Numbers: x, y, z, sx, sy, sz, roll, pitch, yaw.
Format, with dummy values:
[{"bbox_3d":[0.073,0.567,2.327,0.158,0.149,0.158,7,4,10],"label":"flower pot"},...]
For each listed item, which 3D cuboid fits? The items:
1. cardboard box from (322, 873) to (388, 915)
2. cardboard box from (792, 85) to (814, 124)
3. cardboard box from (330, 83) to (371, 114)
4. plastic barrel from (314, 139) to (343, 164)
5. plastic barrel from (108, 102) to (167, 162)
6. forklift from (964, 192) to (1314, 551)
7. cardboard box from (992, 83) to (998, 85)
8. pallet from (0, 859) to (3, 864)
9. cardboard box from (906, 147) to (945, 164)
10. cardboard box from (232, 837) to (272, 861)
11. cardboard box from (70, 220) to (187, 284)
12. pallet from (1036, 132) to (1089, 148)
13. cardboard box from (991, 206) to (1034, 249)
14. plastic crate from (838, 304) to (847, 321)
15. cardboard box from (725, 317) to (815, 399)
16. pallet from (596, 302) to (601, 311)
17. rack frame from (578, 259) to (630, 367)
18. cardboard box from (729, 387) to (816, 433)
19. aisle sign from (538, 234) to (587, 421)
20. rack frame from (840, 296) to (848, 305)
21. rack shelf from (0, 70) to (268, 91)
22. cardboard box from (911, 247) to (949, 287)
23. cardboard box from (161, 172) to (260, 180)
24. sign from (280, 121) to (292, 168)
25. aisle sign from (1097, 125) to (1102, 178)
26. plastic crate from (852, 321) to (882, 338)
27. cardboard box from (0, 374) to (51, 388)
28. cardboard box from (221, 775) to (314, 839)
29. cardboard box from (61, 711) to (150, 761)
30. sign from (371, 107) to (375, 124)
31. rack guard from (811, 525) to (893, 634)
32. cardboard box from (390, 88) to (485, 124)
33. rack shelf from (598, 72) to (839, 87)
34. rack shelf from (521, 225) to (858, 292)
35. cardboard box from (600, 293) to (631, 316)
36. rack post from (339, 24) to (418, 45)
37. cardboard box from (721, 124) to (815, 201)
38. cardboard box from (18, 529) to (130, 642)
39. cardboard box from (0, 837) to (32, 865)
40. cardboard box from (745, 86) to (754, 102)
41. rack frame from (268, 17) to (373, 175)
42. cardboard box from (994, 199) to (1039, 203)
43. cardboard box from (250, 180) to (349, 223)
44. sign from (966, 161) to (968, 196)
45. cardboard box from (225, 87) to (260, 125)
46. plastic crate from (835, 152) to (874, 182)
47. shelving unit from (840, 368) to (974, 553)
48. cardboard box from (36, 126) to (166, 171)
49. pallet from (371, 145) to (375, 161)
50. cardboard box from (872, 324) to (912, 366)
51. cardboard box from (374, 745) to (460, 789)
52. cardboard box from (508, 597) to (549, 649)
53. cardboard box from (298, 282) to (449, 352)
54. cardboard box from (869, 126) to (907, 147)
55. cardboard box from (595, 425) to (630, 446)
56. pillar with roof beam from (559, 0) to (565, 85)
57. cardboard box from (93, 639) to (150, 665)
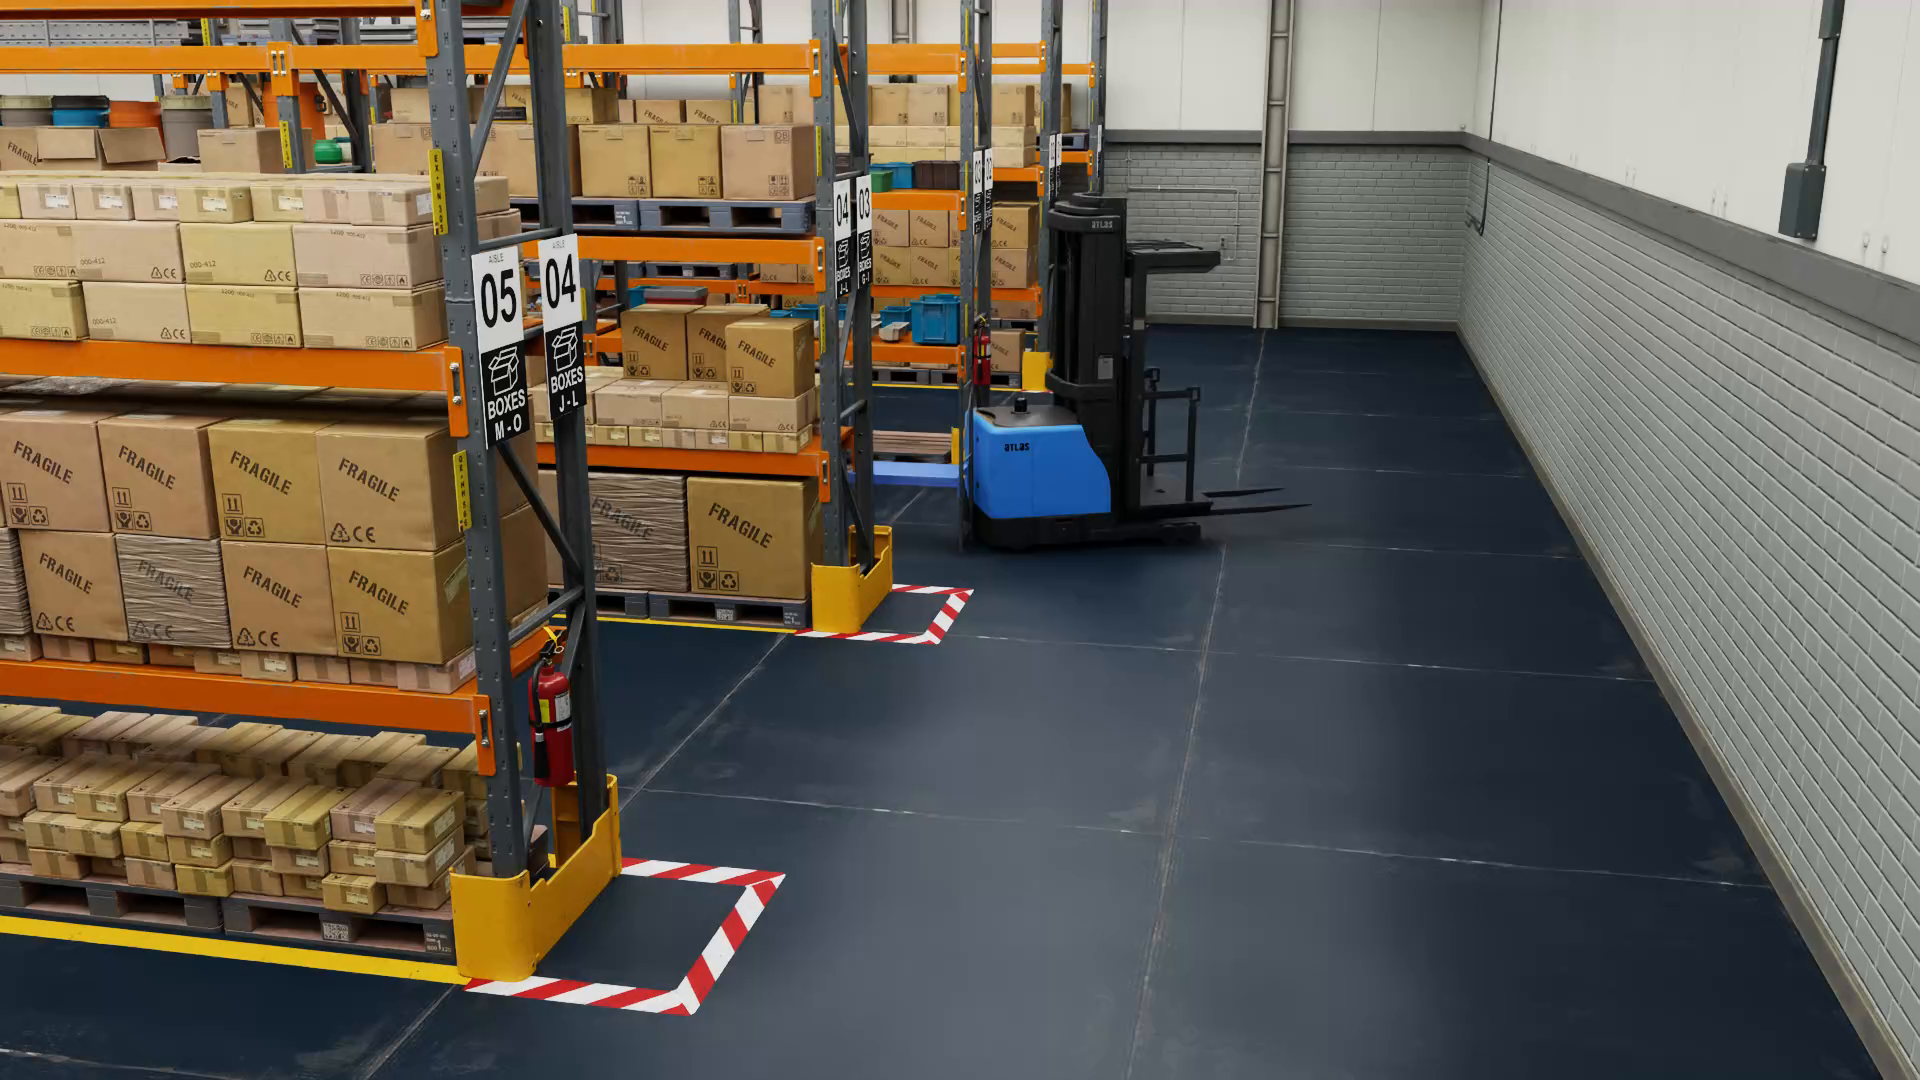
[{"bbox_3d":[-2.743,1.577,7.733,0.250,0.149,0.380,4,16,13],"label":"cardboard box"},{"bbox_3d":[-1.822,-5.626,21.504,0.500,0.500,0.700,3,16,11],"label":"cardboard box"},{"bbox_3d":[-10.169,-7.392,27.844,0.500,0.500,0.500,2,16,6],"label":"cardboard box"},{"bbox_3d":[-6.686,-4.104,17.573,0.294,0.245,0.294,0,15,0],"label":"plastic barrel"},{"bbox_3d":[-9.081,-4.435,18.460,0.708,0.830,0.600,3,16,11],"label":"plastic barrel"},{"bbox_3d":[1.605,-1.512,14.459,3.031,2.935,1.130,-4,16,-13],"label":"forklift"},{"bbox_3d":[0.362,-6.821,25.780,0.500,0.500,0.500,2,16,9],"label":"cardboard box"},{"bbox_3d":[-5.168,1.524,8.595,1.213,0.211,1.003,3,16,11],"label":"pallet"},{"bbox_3d":[-0.385,-4.901,21.229,0.500,0.250,0.500,3,16,11],"label":"cardboard box"},{"bbox_3d":[-3.240,1.373,7.914,0.250,0.149,0.380,3,16,10],"label":"cardboard box"},{"bbox_3d":[-3.418,-1.261,7.150,0.500,0.250,0.500,3,16,12],"label":"cardboard box"},{"bbox_3d":[1.406,-6.253,25.993,1.213,0.211,1.003,3,16,11],"label":"pallet"},{"bbox_3d":[0.661,-3.999,21.249,0.500,0.500,0.500,3,16,11],"label":"cardboard box"},{"bbox_3d":[-1.306,-2.339,17.518,0.300,0.233,0.416,3,16,11],"label":"plastic crate"},{"bbox_3d":[-1.356,-1.315,11.941,0.500,0.500,0.500,3,16,12],"label":"cardboard box"},{"bbox_3d":[-6.470,-3.937,28.309,1.213,0.211,1.003,3,16,11],"label":"pallet"},{"bbox_3d":[-3.759,-2.434,17.661,0.127,3.000,1.000,3,16,11],"label":"rack frame"},{"bbox_3d":[-1.354,-0.953,12.038,0.500,0.250,0.500,3,16,10],"label":"cardboard box"},{"bbox_3d":[-1.782,-0.961,7.473,0.004,0.787,0.394,3,16,11],"label":"aisle sign"},{"bbox_3d":[-1.785,-5.026,27.017,0.127,3.000,1.000,3,16,11],"label":"rack frame"},{"bbox_3d":[-9.639,-5.105,18.162,4.000,0.370,1.077,3,16,11],"label":"rack shelf"},{"bbox_3d":[-0.338,-3.573,21.583,0.500,0.500,0.500,3,16,12],"label":"cardboard box"},{"bbox_3d":[-3.434,-1.607,7.652,0.250,0.149,0.380,4,16,13],"label":"cardboard box"},{"bbox_3d":[-4.844,-2.843,11.958,0.005,0.325,0.100,3,16,11],"label":"sign"},{"bbox_3d":[2.146,-5.984,25.605,0.004,0.787,0.394,3,16,11],"label":"aisle sign"},{"bbox_3d":[-0.955,-2.139,16.975,0.243,0.136,0.396,3,16,11],"label":"plastic crate"},{"bbox_3d":[-4.811,-0.540,8.203,0.500,0.500,0.500,3,16,9],"label":"cardboard box"},{"bbox_3d":[-3.238,1.250,7.800,0.250,0.149,0.380,2,16,9],"label":"cardboard box"},{"bbox_3d":[-4.407,1.028,8.600,0.250,0.149,0.380,2,16,8],"label":"cardboard box"},{"bbox_3d":[-9.725,-7.004,27.570,0.005,0.325,0.100,3,16,11],"label":"sign"},{"bbox_3d":[-0.803,0.280,12.544,0.348,0.500,1.175,3,16,11],"label":"rack guard"},{"bbox_3d":[-3.826,-3.193,12.213,0.500,0.250,0.500,2,16,7],"label":"cardboard box"},{"bbox_3d":[-3.745,-7.484,26.750,4.000,0.370,1.077,3,16,11],"label":"rack shelf"},{"bbox_3d":[-2.786,-2.131,12.295,4.000,0.370,1.077,3,16,11],"label":"rack shelf"},{"bbox_3d":[-4.665,-3.268,23.124,0.500,0.250,0.500,3,16,10],"label":"cardboard box"},{"bbox_3d":[-5.768,-5.159,17.195,0.954,0.300,0.937,5,16,17],"label":"rack post"},{"bbox_3d":[-1.346,-2.684,11.781,0.500,0.500,0.700,2,16,8],"label":"cardboard box"},{"bbox_3d":[-3.894,0.136,7.638,0.500,0.500,0.500,4,16,14],"label":"cardboard box"},{"bbox_3d":[-4.496,1.448,8.200,0.250,0.149,0.380,2,16,9],"label":"cardboard box"},{"bbox_3d":[-3.165,-7.200,26.829,0.500,0.250,0.500,3,16,9],"label":"cardboard box"},{"bbox_3d":[-4.746,-4.030,12.183,0.127,3.000,1.000,3,16,11],"label":"rack frame"},{"bbox_3d":[0.918,-5.018,26.426,0.700,0.700,0.980,3,16,11],"label":"cardboard box"},{"bbox_3d":[-2.772,-1.433,7.025,0.250,0.149,0.380,3,16,9],"label":"cardboard box"},{"bbox_3d":[0.067,-3.472,15.984,0.005,0.325,0.100,3,16,11],"label":"sign"},{"bbox_3d":[-10.011,-6.049,23.182,0.500,0.500,0.500,3,16,12],"label":"cardboard box"},{"bbox_3d":[-1.281,-3.790,17.054,0.767,0.338,0.504,3,16,11],"label":"plastic crate"},{"bbox_3d":[-0.444,-0.703,14.220,1.048,1.500,0.538,3,16,11],"label":"shelving unit"},{"bbox_3d":[-6.660,-2.946,12.909,0.637,0.503,0.797,3,16,10],"label":"cardboard box"},{"bbox_3d":[-7.371,-5.310,22.777,1.003,0.211,1.213,4,16,14],"label":"pallet"},{"bbox_3d":[-0.926,-2.640,22.257,0.637,0.503,0.797,3,16,11],"label":"cardboard box"},{"bbox_3d":[-2.653,1.151,8.157,0.250,0.149,0.380,3,16,12],"label":"cardboard box"},{"bbox_3d":[-2.166,0.384,7.956,0.250,0.149,0.380,3,16,11],"label":"cardboard box"},{"bbox_3d":[-2.412,-0.962,7.008,0.500,0.250,0.500,3,16,10],"label":"cardboard box"},{"bbox_3d":[-0.873,-5.171,21.266,0.500,0.250,0.500,3,16,11],"label":"cardboard box"},{"bbox_3d":[-2.496,-0.805,12.250,0.250,0.149,0.380,3,16,11],"label":"cardboard box"},{"bbox_3d":[-7.664,-7.299,23.985,0.400,9.000,9.100,3,16,11],"label":"pillar with roof beam"},{"bbox_3d":[-3.797,0.443,7.746,0.250,0.149,0.380,3,16,12],"label":"cardboard box"}]
